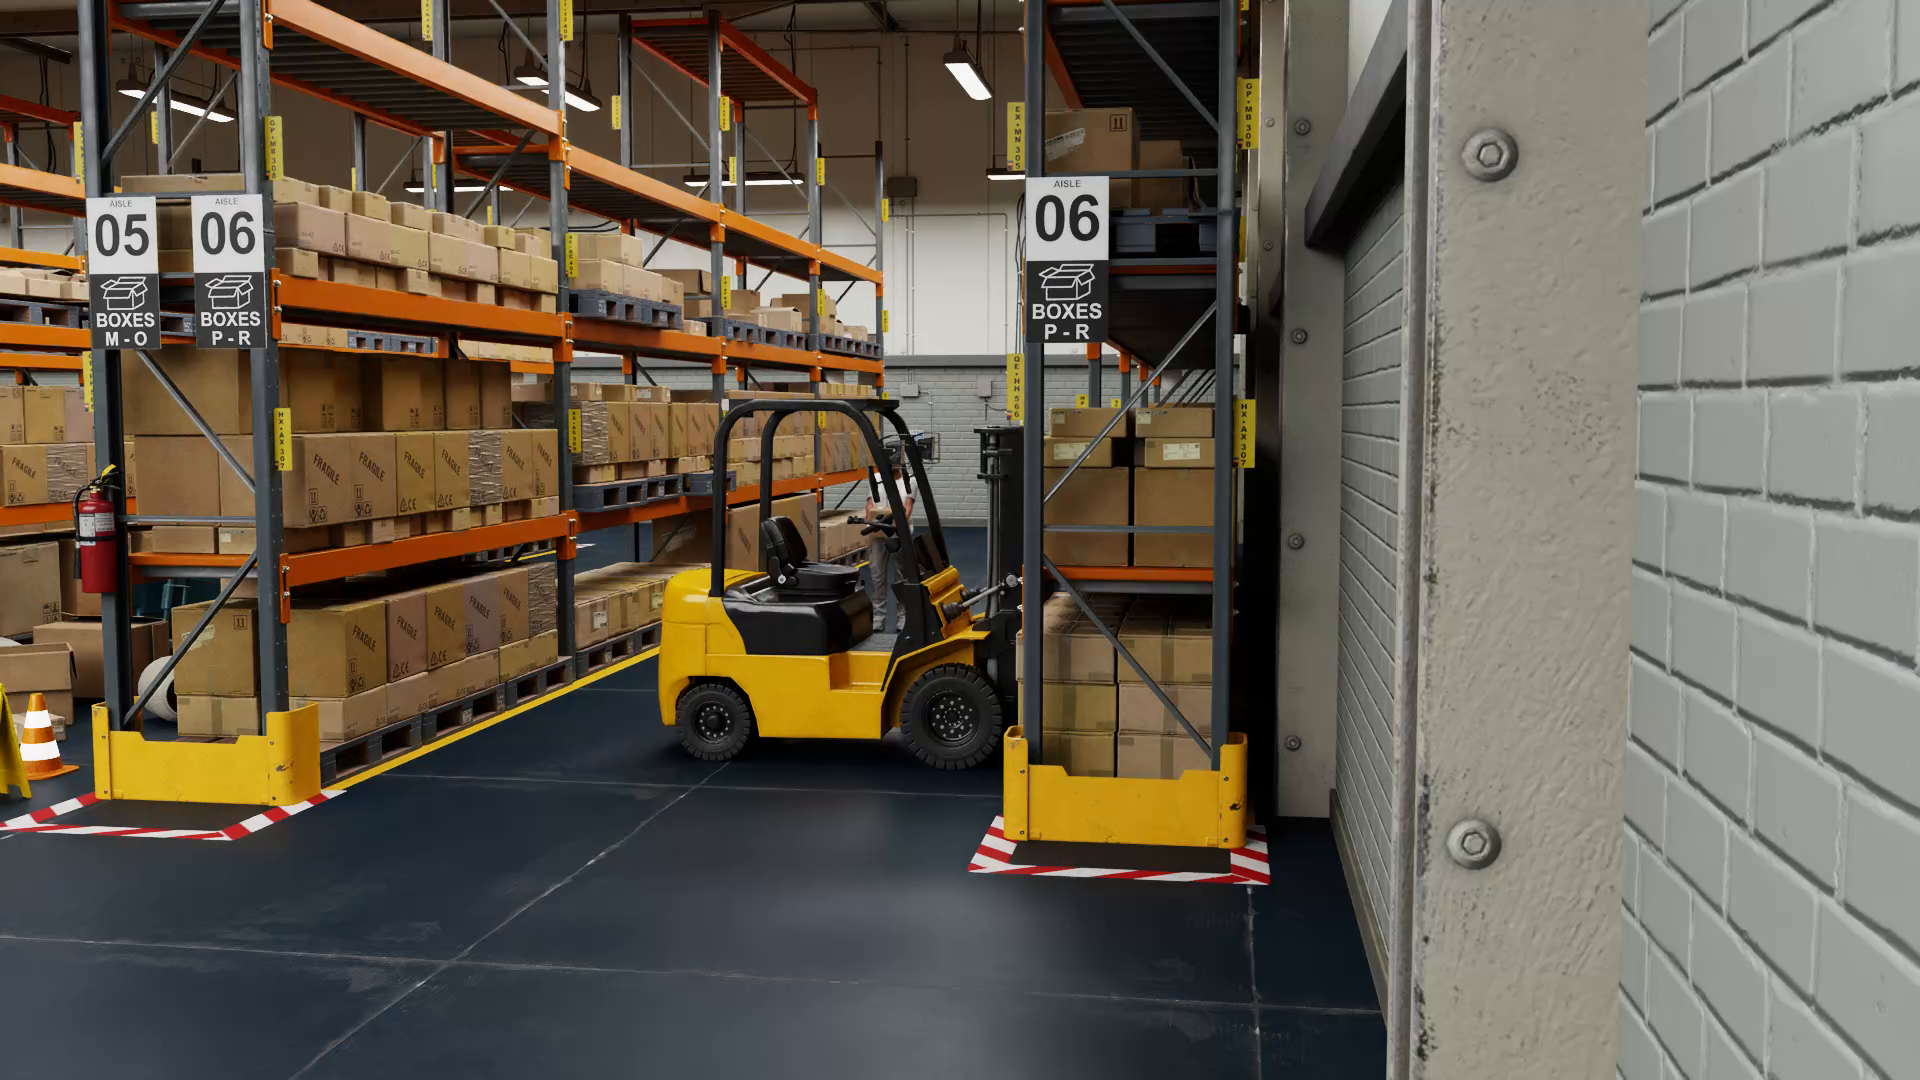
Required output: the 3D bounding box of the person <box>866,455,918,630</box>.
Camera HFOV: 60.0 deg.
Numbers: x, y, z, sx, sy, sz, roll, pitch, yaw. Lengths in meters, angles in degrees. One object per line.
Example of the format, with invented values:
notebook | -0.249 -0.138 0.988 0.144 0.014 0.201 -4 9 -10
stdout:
person | -0.663 -0.024 15.797 0.487 1.779 0.584 1 4 9
